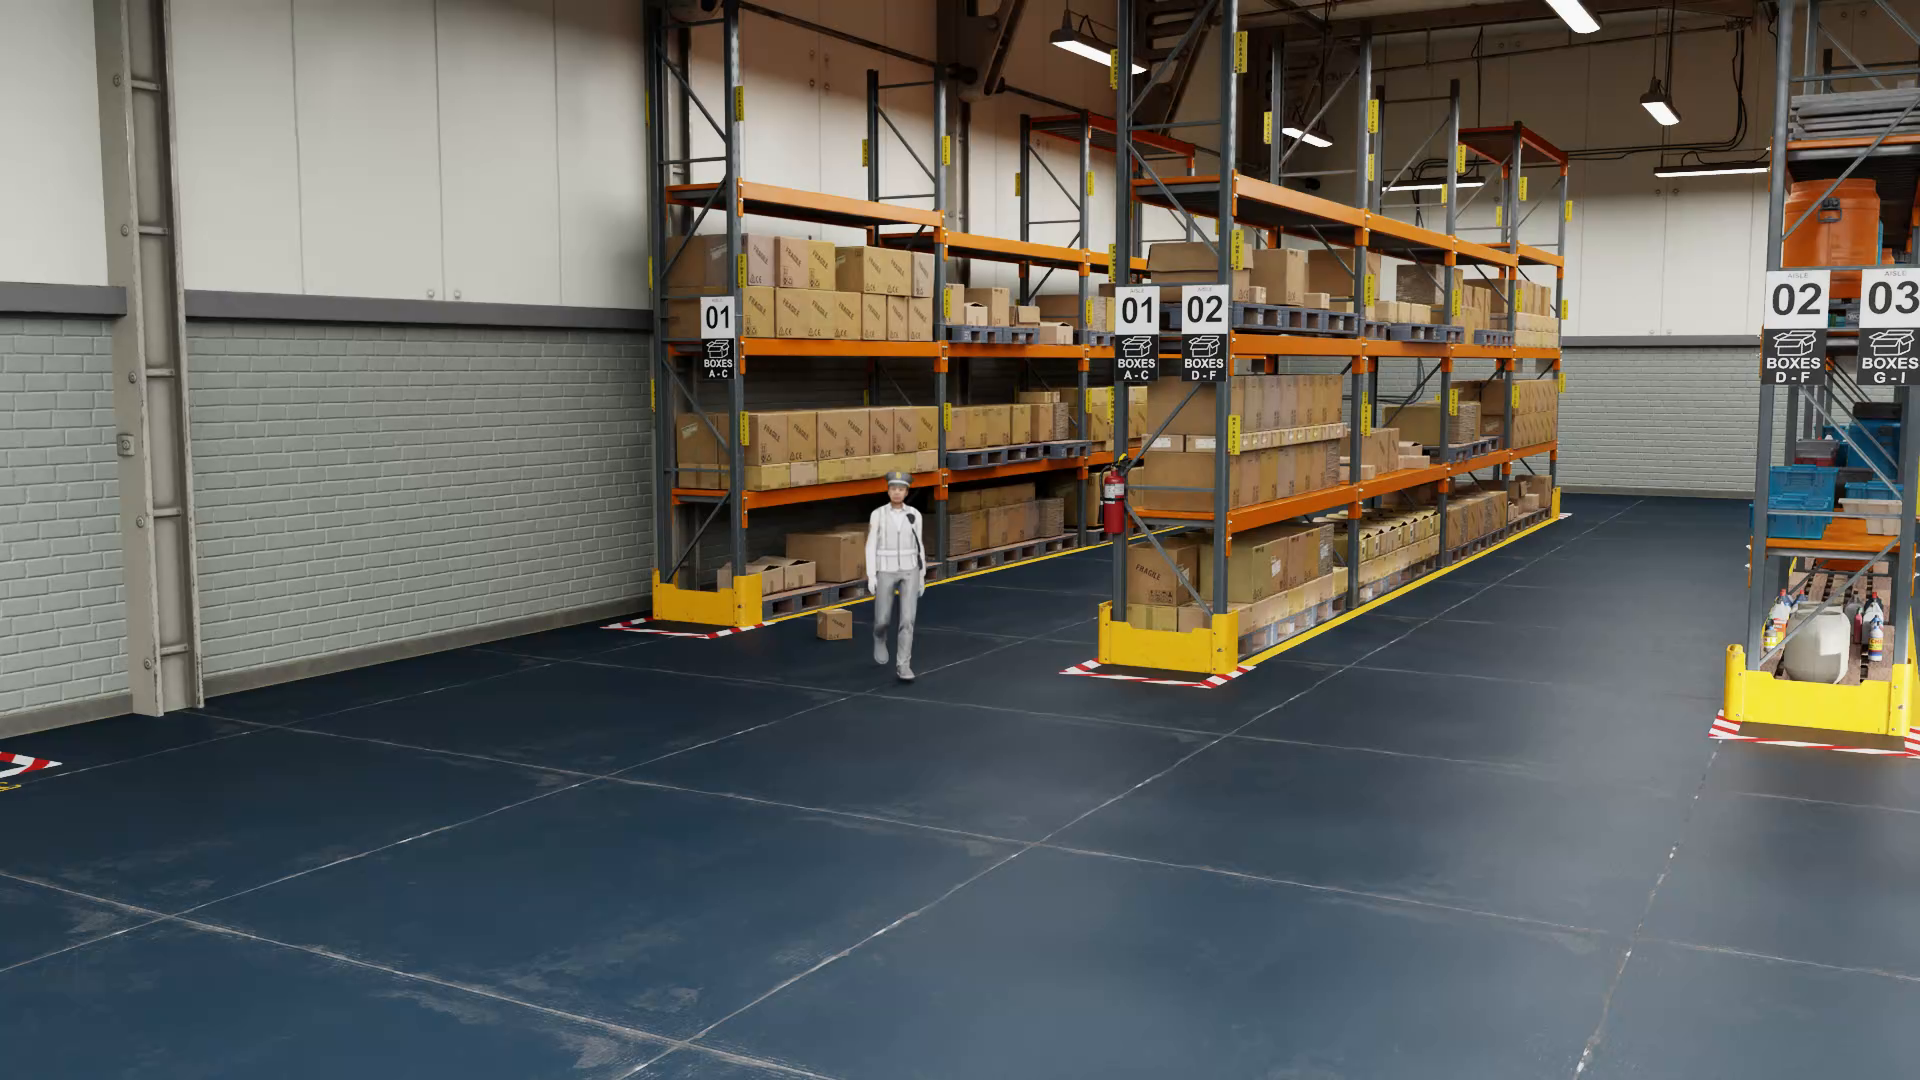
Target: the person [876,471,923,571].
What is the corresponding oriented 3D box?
[{"bbox_3d":[-0.496,-0.161,13.510,0.381,0.808,0.358,-1,6,-9],"label":"person"}]
